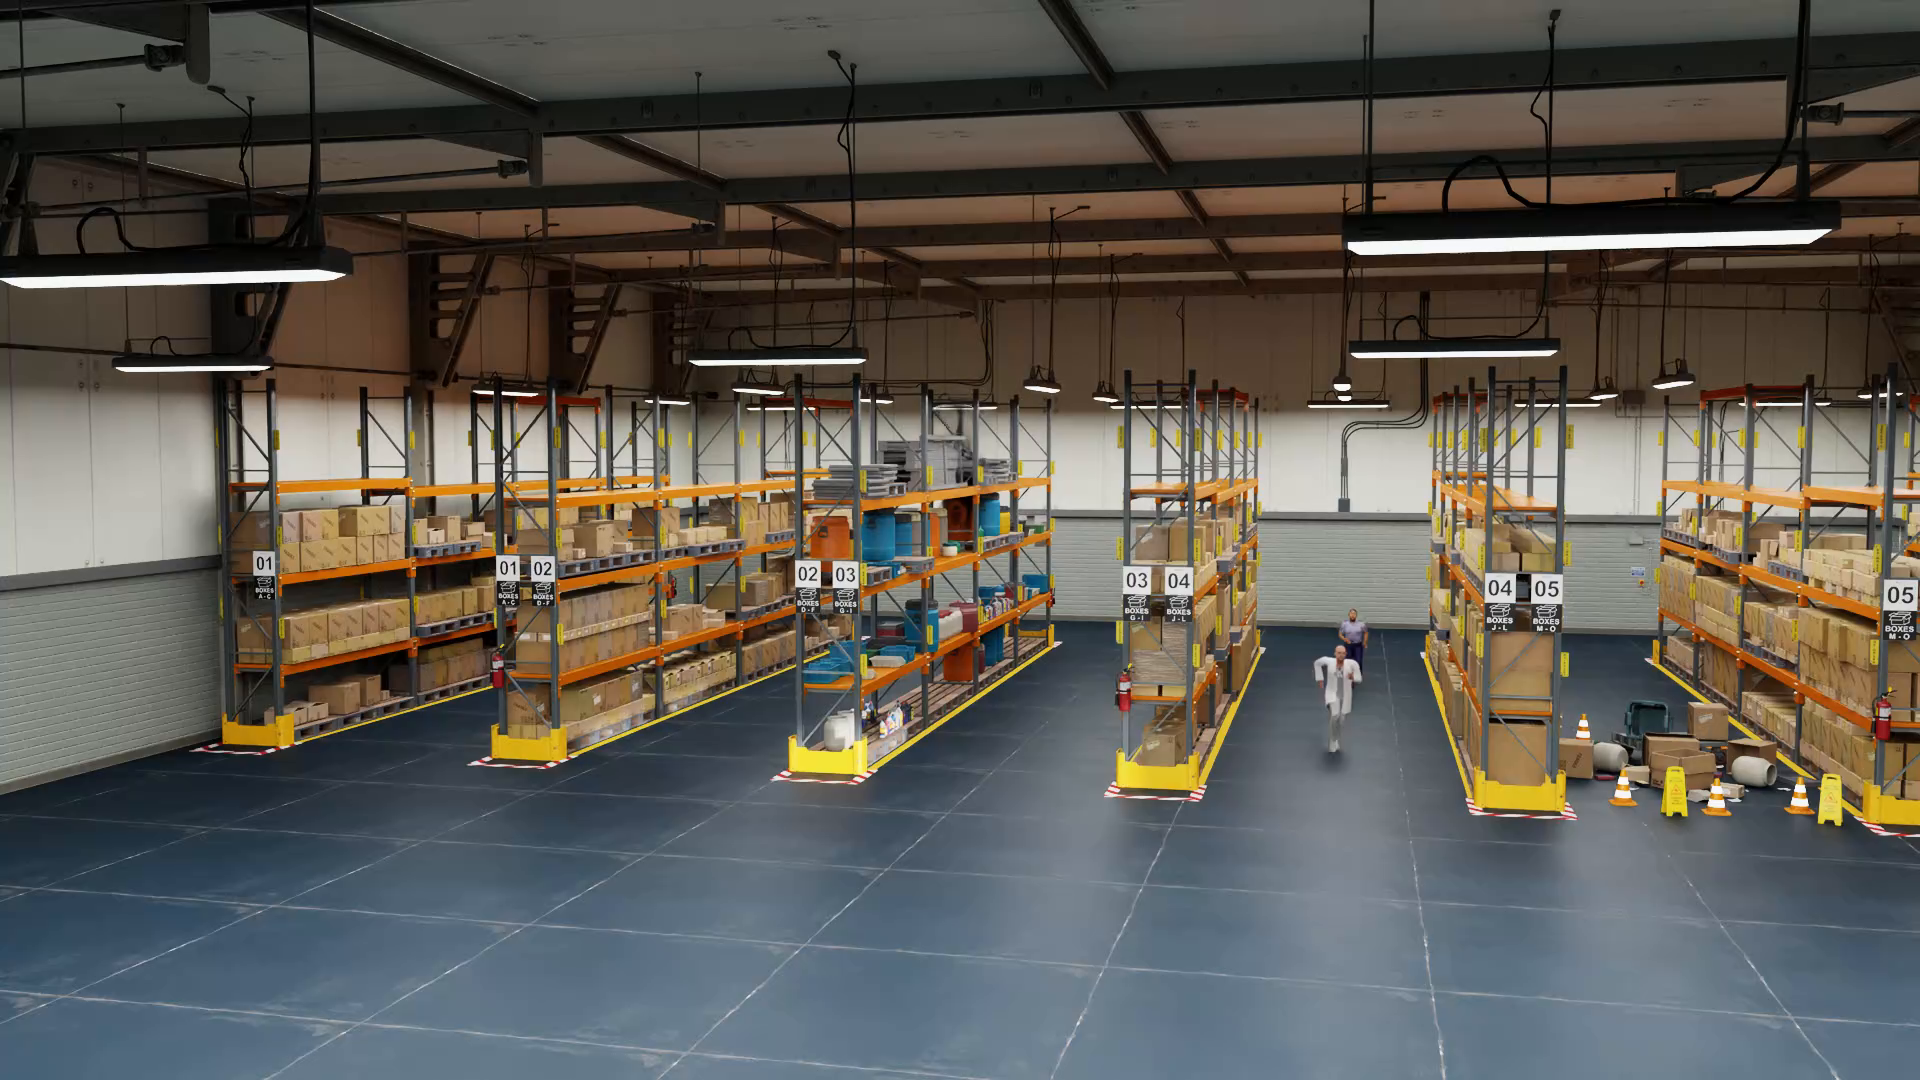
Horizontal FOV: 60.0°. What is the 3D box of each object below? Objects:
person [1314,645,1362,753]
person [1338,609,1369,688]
[{"bbox_3d":[6.051,2.531,26.647,0.691,1.737,0.989,0,3,0],"label":"person"},{"bbox_3d":[7.923,2.200,33.486,0.600,1.596,0.538,1,4,13],"label":"person"}]
